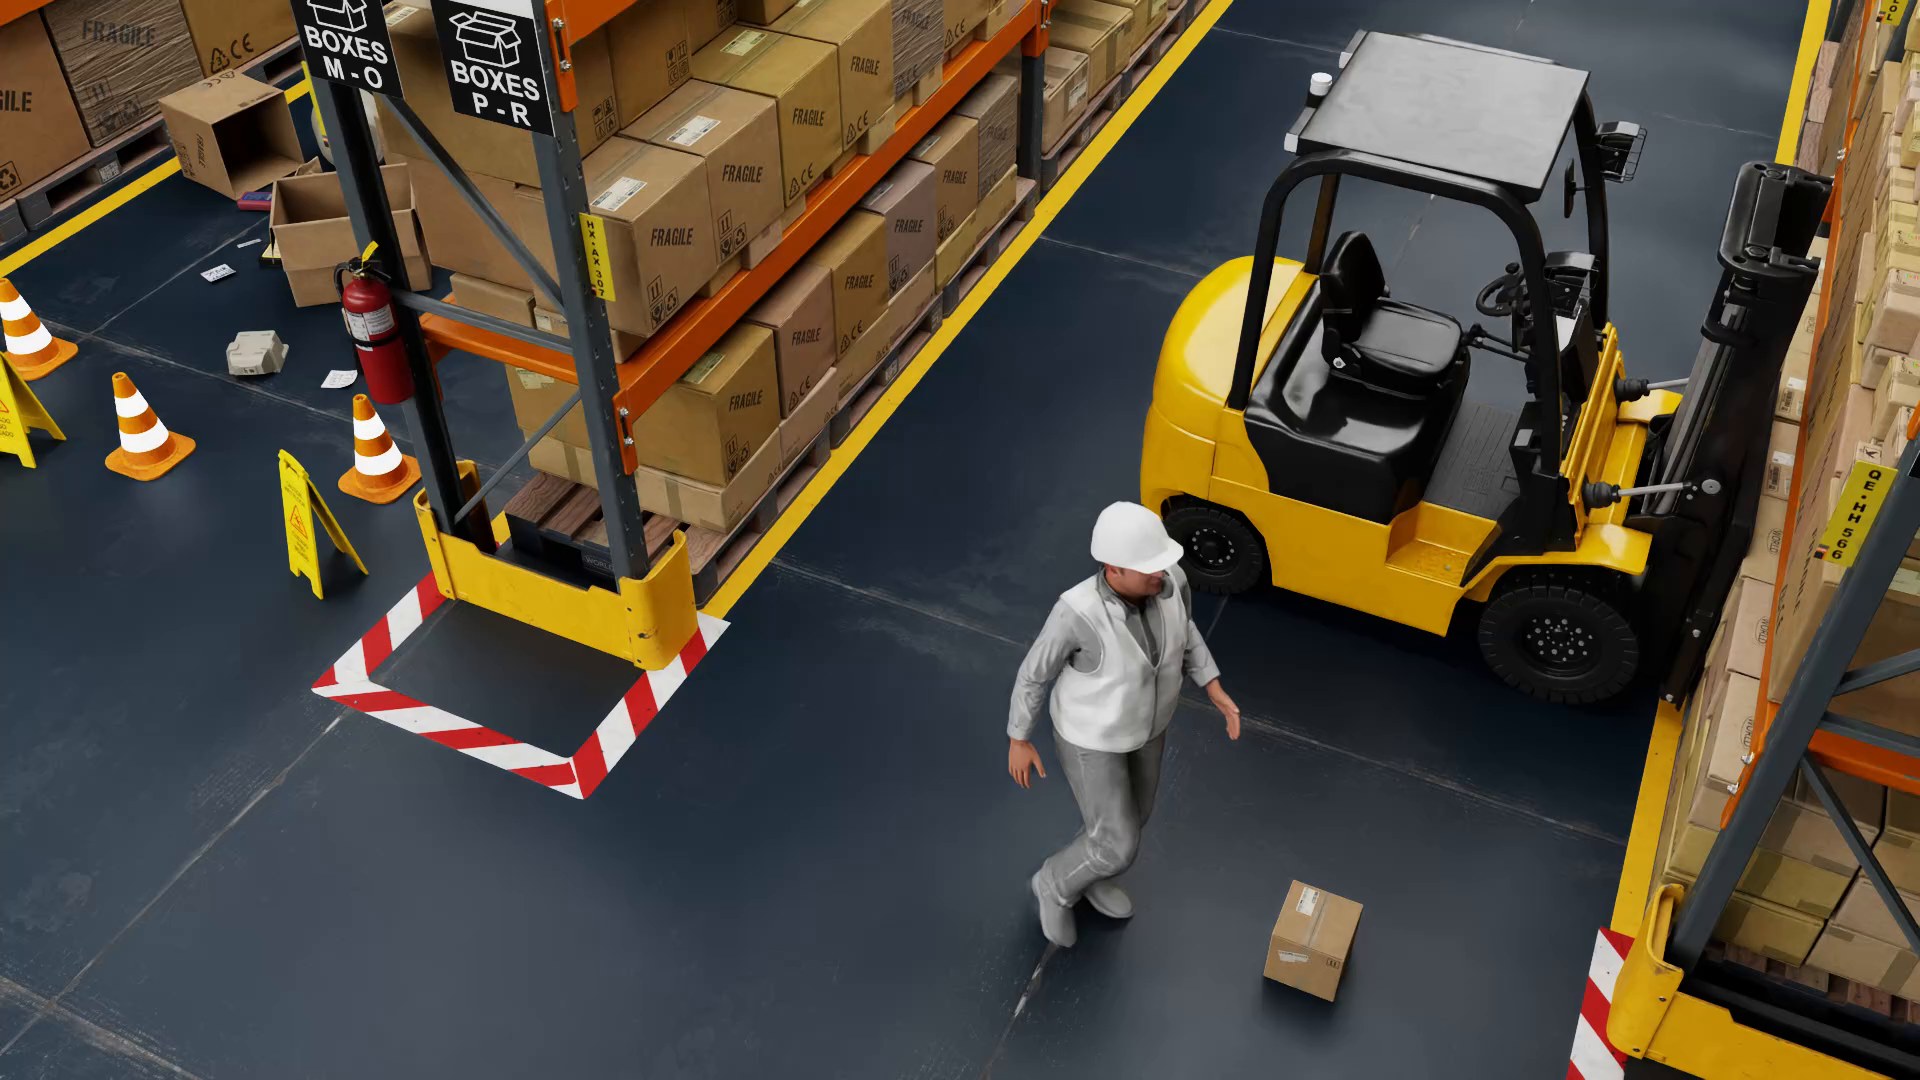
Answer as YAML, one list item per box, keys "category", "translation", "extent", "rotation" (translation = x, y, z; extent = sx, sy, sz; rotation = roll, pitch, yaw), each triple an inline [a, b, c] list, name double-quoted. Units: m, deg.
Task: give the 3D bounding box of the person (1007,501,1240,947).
- category: "person"
  translation: [0.541, 0.645, 5.465]
  extent: [0.697, 1.789, 0.529]
  rotation: [-29, 49, -29]
